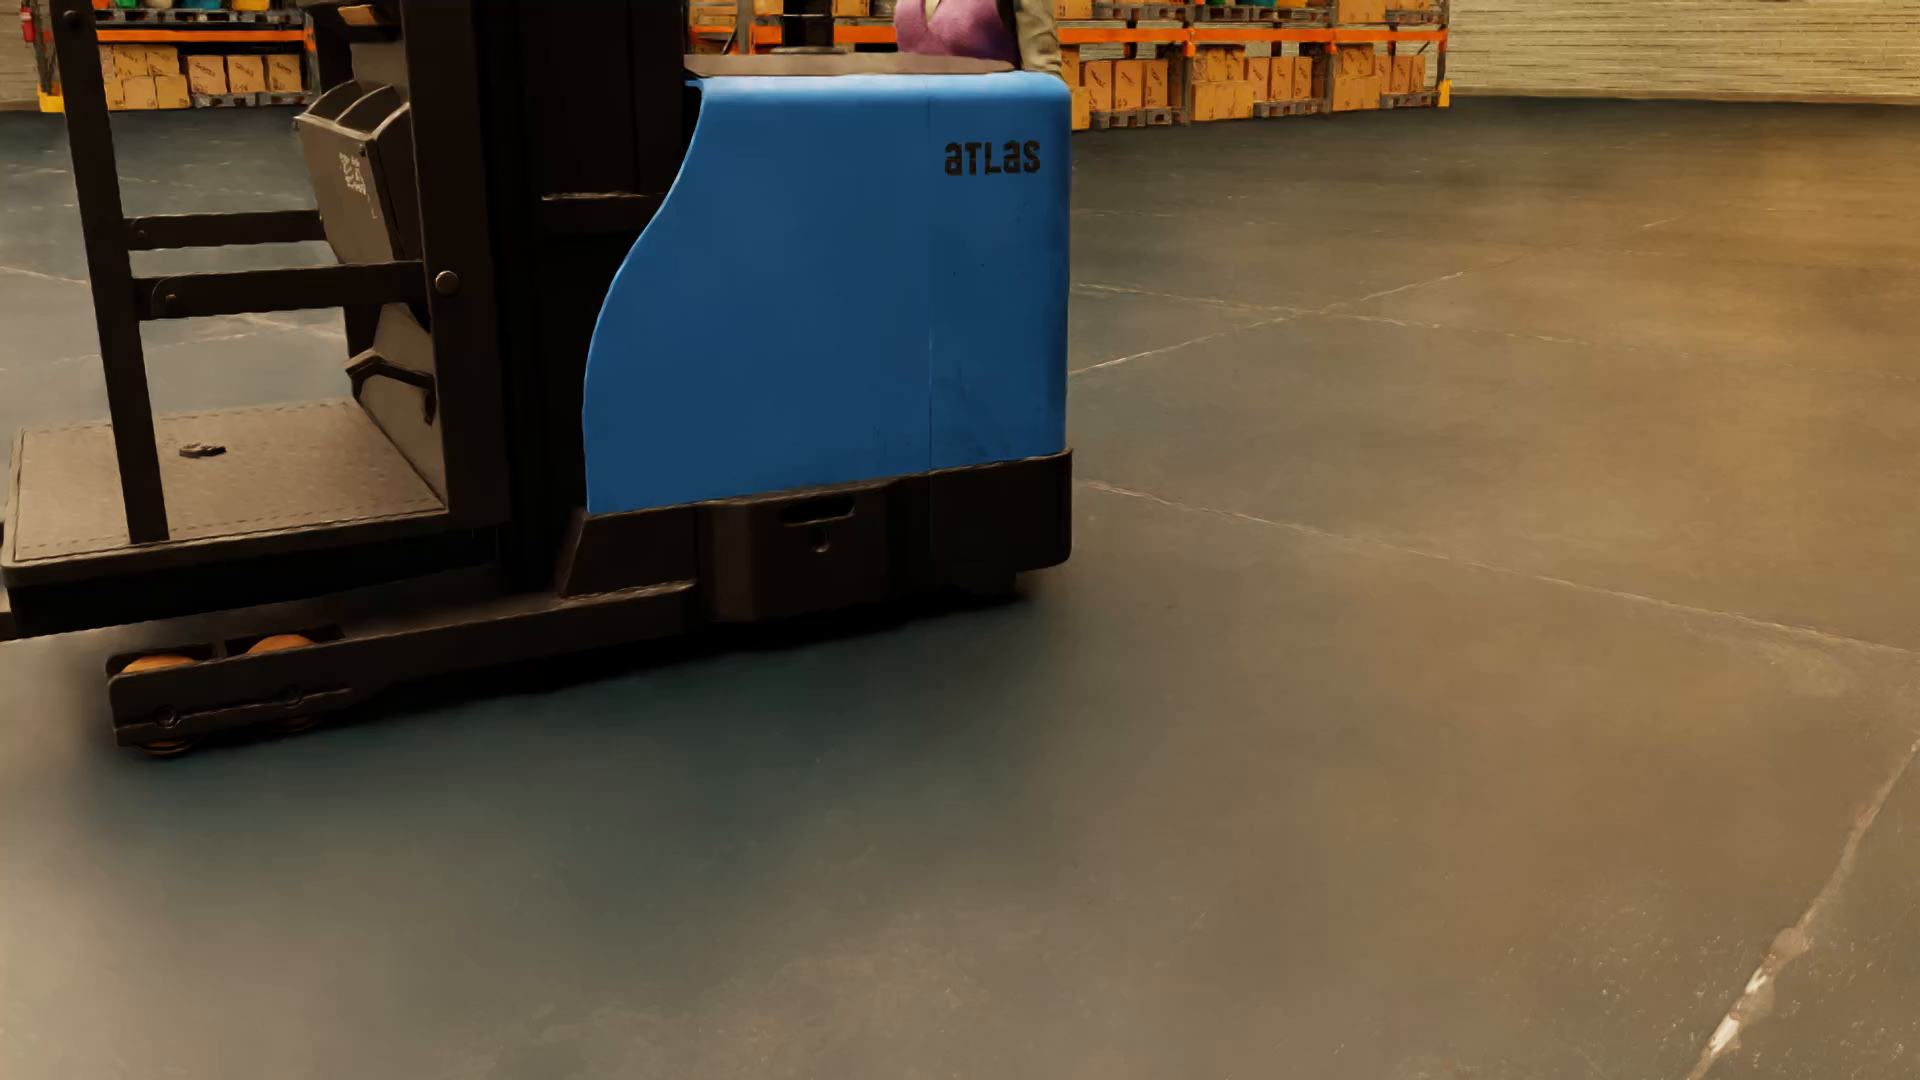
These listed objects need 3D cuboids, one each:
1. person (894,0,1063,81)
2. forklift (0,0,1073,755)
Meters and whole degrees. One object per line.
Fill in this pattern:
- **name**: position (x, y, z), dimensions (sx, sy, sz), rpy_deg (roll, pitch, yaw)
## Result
- **person**: position (-0.070, -0.753, 3.647), dimensions (0.521, 1.598, 0.507), rpy_deg (13, 21, 37)
- **forklift**: position (-1.310, -1.220, 2.916), dimensions (3.031, 2.935, 1.130), rpy_deg (-9, 19, -26)
